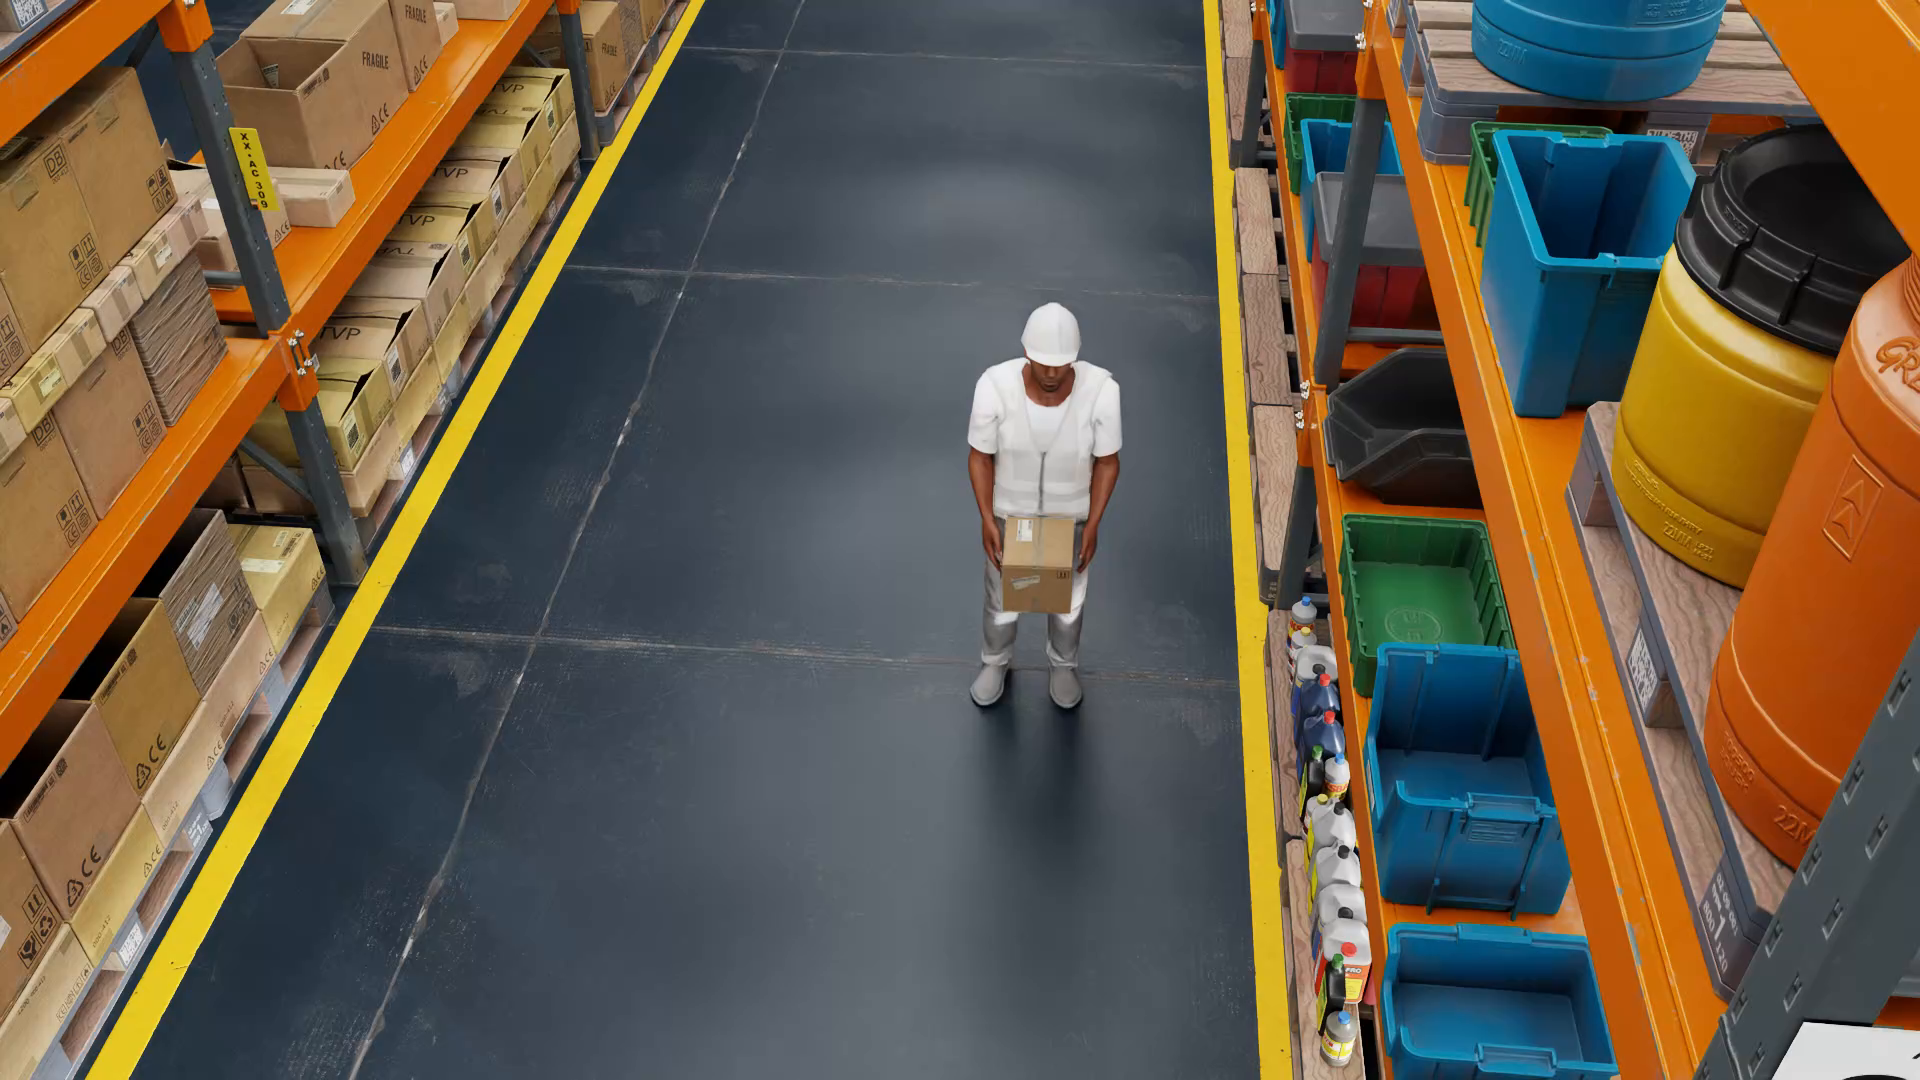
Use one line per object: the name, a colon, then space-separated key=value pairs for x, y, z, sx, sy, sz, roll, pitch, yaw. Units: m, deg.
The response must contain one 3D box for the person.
person: x=0.307 y=-0.089 z=6.244 sx=0.569 sy=1.767 sz=0.482 roll=3 pitch=40 yaw=3
